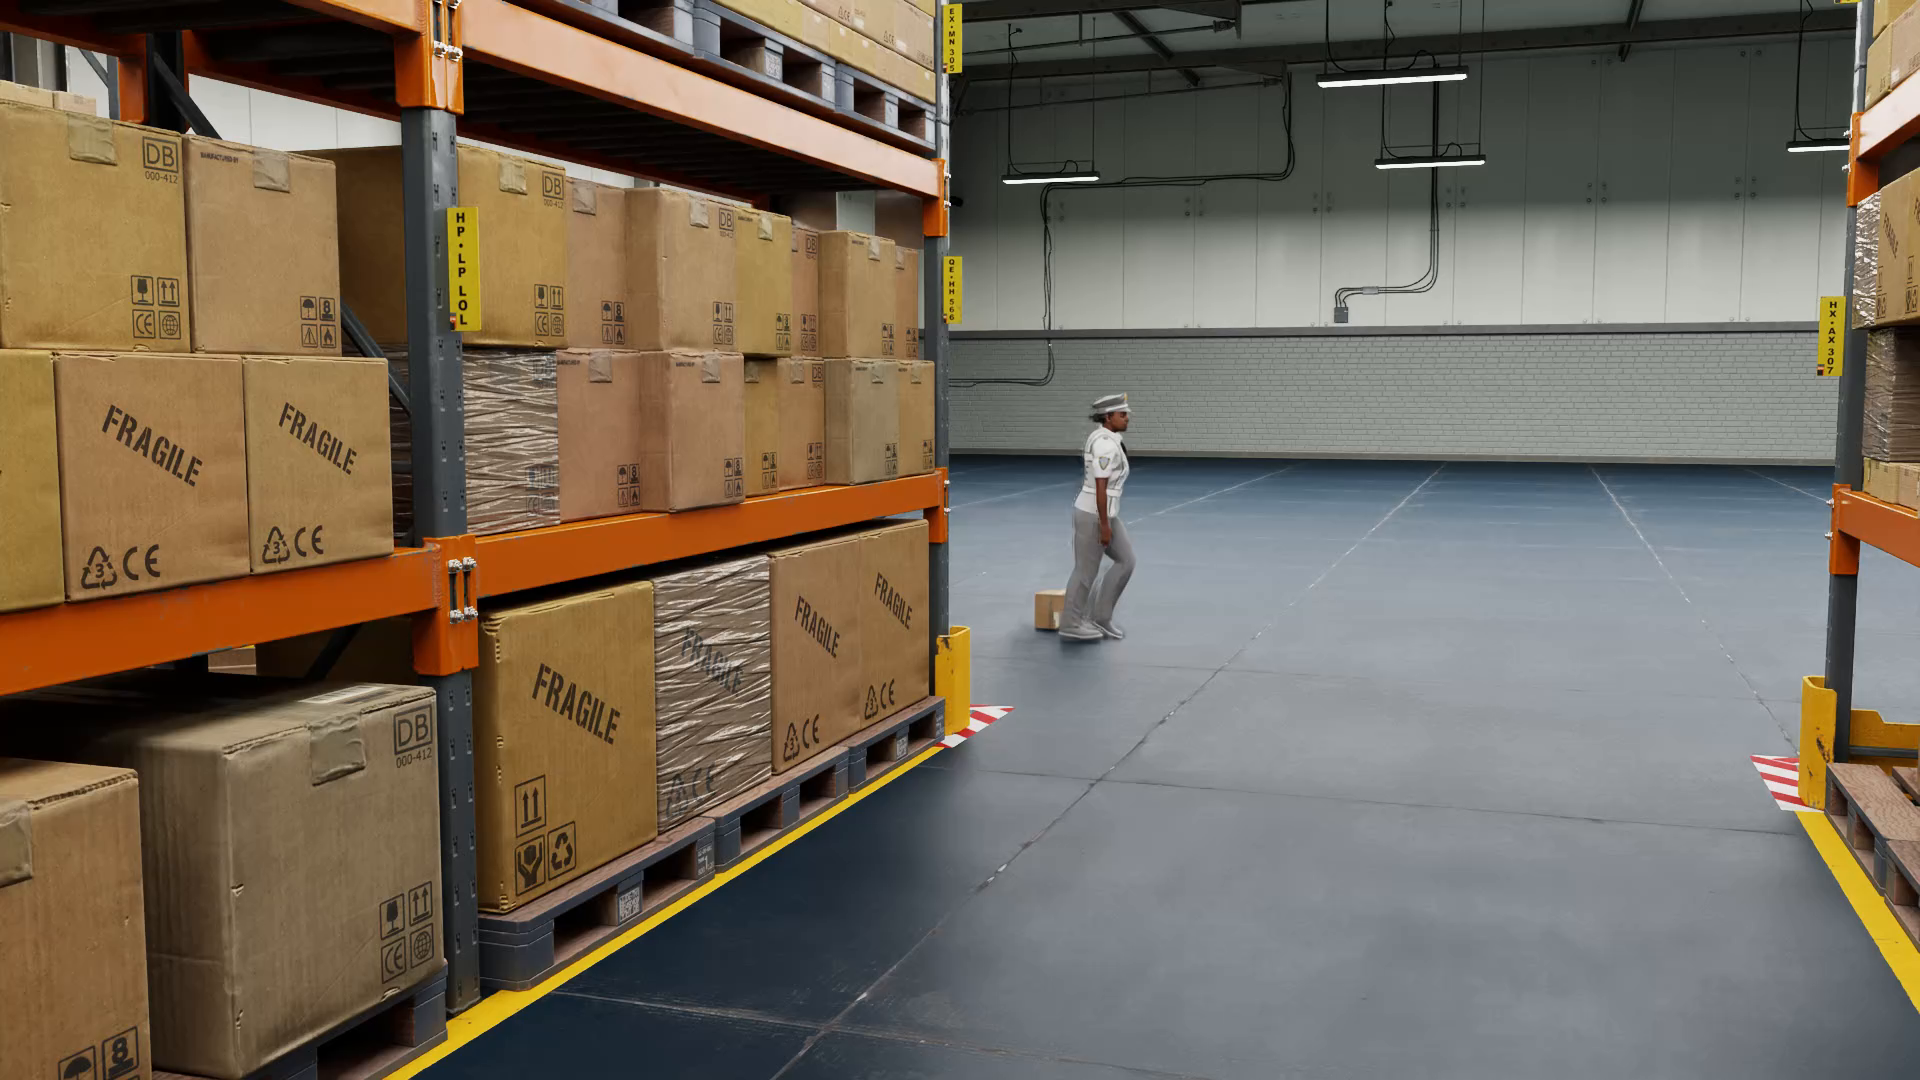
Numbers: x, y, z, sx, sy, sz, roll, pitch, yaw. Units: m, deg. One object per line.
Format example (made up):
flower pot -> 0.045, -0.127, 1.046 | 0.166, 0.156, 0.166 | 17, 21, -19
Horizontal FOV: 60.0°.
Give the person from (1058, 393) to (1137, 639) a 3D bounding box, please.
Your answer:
person -> 0.922, -0.144, 11.169 | 0.517, 1.687, 0.484 | 1, 5, 11
